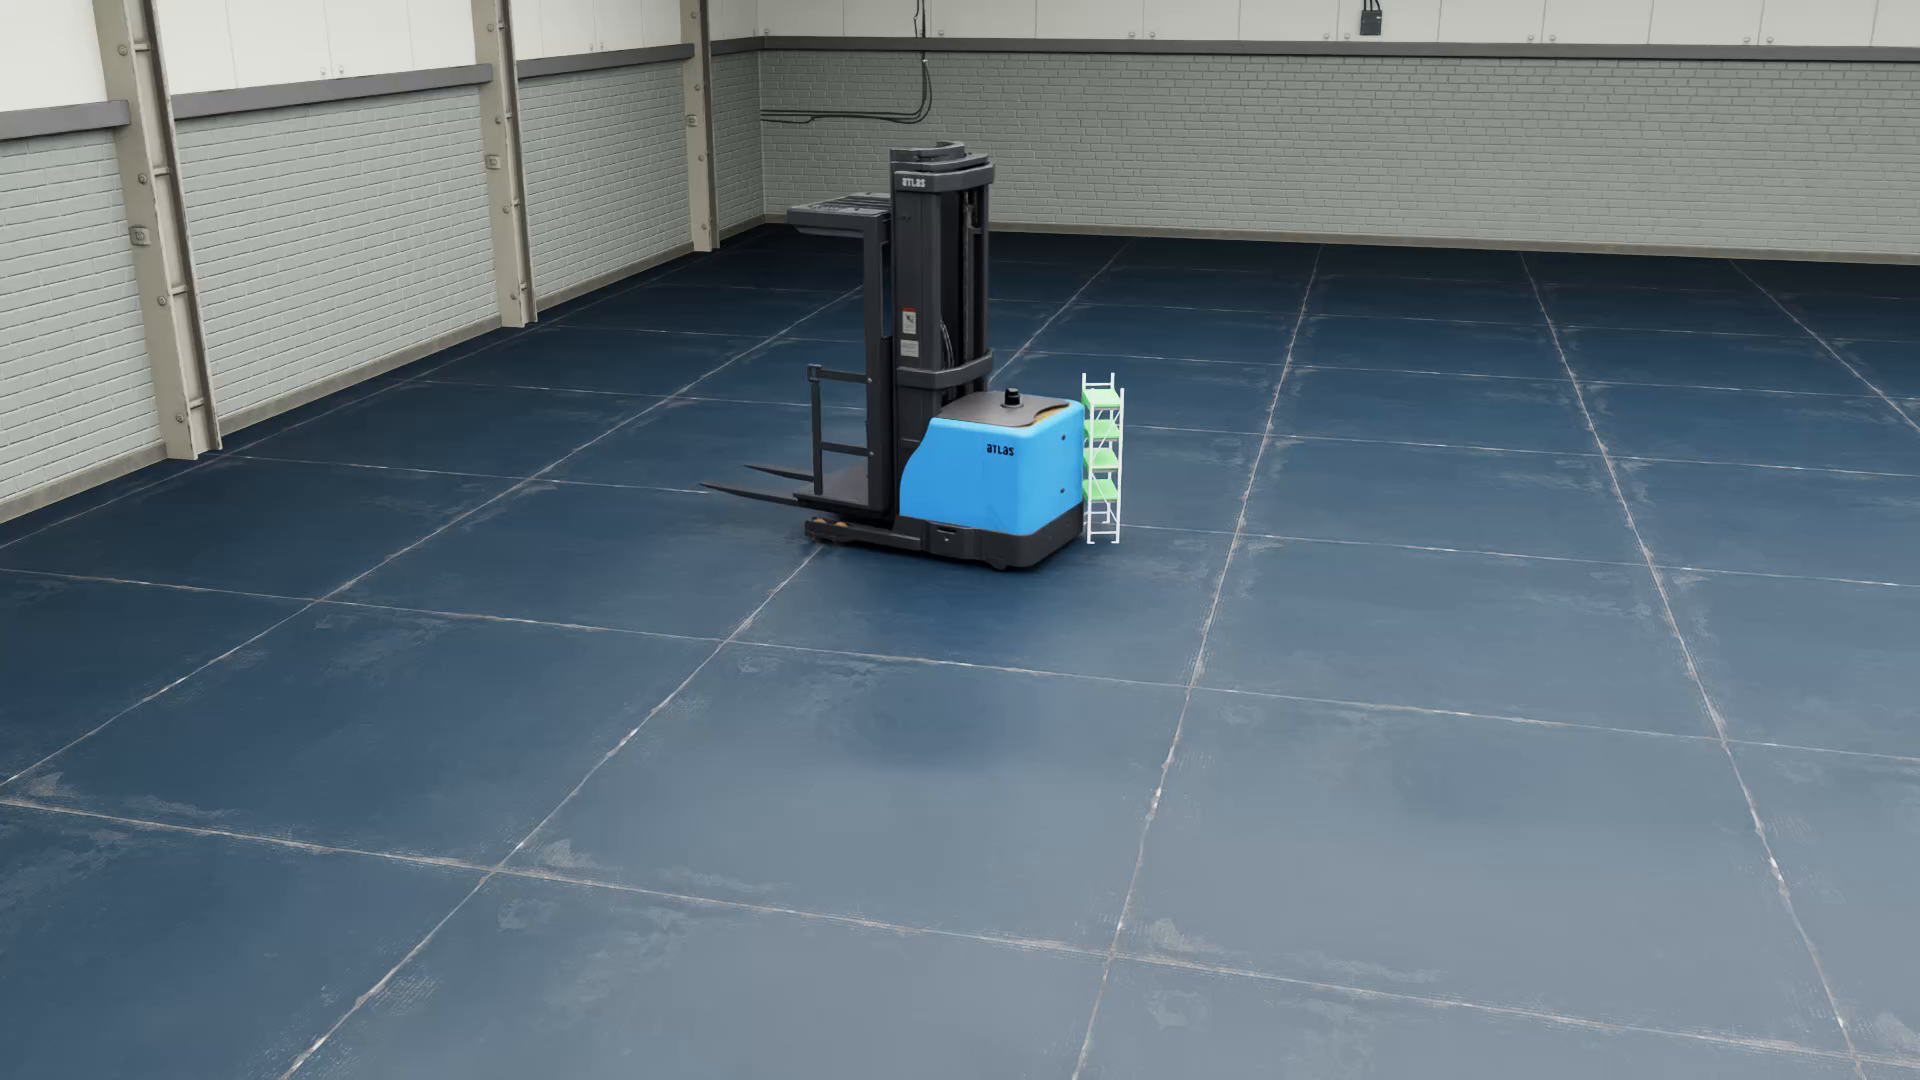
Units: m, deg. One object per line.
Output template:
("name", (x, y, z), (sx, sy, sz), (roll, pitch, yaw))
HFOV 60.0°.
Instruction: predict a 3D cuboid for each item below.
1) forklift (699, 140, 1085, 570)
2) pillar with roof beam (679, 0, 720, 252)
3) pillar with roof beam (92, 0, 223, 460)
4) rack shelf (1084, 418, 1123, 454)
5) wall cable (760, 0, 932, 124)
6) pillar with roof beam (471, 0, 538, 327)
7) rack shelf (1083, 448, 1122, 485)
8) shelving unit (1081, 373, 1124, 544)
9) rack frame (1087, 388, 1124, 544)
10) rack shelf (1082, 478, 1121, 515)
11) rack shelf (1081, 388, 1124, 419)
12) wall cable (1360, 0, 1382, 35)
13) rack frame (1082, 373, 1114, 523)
("forklift", (-0.602, -1.492, 12.522), (3.031, 2.935, 1.130), (10, 21, 27))
("pillar with roof beam", (0.204, -8.464, 23.547), (9.100, 9.000, 0.400), (5, 19, 13))
("pillar with roof beam", (-2.728, -4.703, 12.535), (9.100, 9.000, 0.400), (5, 19, 13))
("rack shelf", (1.071, -0.791, 12.601), (0.258, 0.148, 0.480), (-1, 19, -3))
("wall cable", (-1.969, -8.154, 27.442), (3.097, 2.526, 0.112), (5, 19, 13))
("pillar with roof beam", (-1.262, -6.584, 18.041), (9.100, 9.000, 0.400), (5, 19, 13))
("rack shelf", (1.071, -0.563, 12.679), (0.258, 0.148, 0.480), (-1, 19, -3))
("shelving unit", (1.071, -0.624, 12.658), (0.258, 1.200, 0.503), (-1, 19, -3))
("rack frame", (1.086, -0.545, 12.428), (0.240, 1.200, 0.015), (-1, 19, -3))
("rack shelf", (1.071, -0.336, 12.756), (0.258, 0.148, 0.480), (-1, 19, -3))
("rack shelf", (1.071, -1.018, 12.524), (0.258, 0.148, 0.480), (-1, 19, -3))
("wall cable", (7.233, -10.478, 24.181), (2.305, 6.003, 0.169), (5, 19, 13))
("rack frame", (1.056, -0.703, 12.888), (0.240, 1.200, 0.015), (-1, 19, -3))
